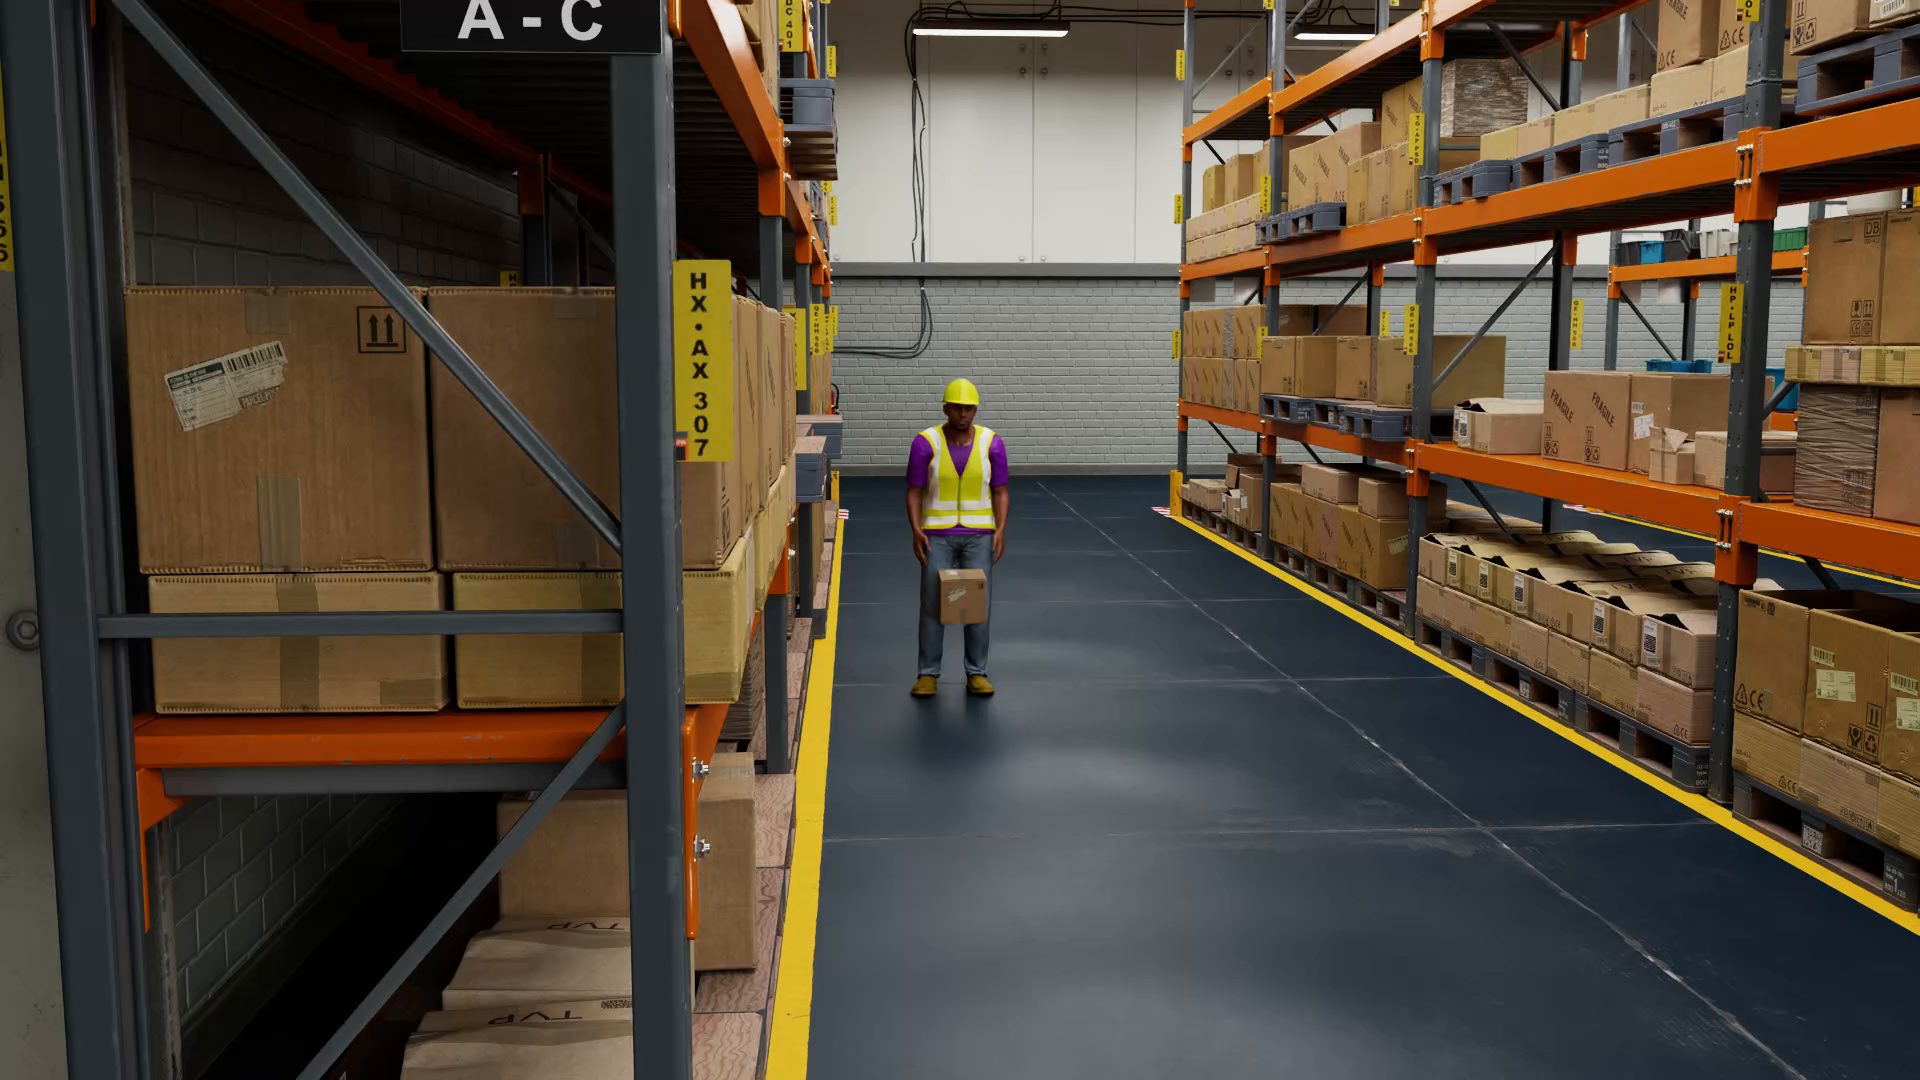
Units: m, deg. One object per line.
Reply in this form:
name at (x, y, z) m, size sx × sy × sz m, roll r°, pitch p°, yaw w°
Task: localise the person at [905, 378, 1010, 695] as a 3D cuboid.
person at (-0.012, -0.020, 9.316) m, size 0.586 × 1.766 × 0.419 m, roll -1°, pitch 7°, yaw -5°
